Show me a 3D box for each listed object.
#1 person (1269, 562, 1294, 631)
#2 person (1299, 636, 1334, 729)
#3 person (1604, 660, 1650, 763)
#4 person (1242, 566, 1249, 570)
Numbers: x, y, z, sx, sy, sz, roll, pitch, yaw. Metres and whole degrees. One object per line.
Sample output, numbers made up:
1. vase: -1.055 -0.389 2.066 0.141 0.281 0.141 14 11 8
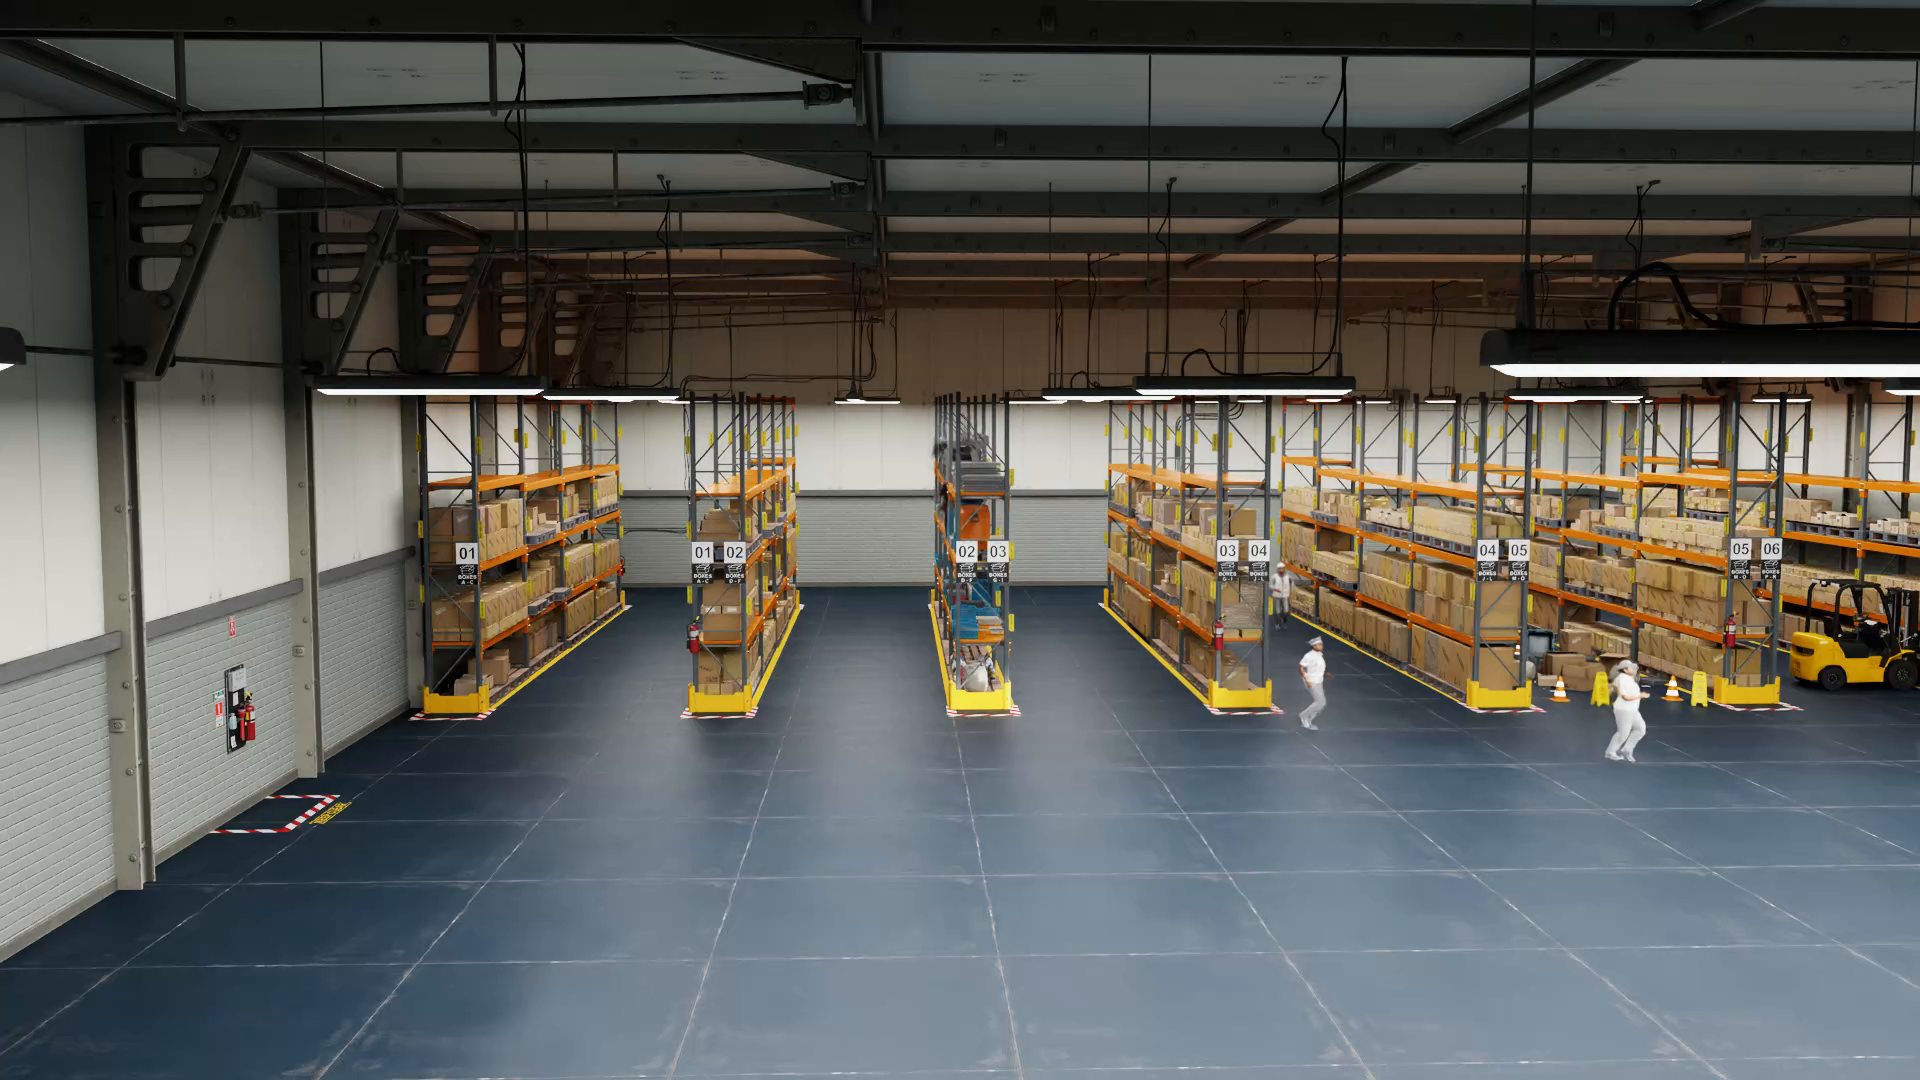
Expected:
1. person: 8.223 1.454 42.447 0.680 1.770 0.665 0 5 1
2. person: 6.334 2.535 29.482 0.540 1.660 0.587 3 6 34
3. person: 10.734 2.767 26.718 0.661 1.693 0.586 3 5 30
4. person: 7.883 1.147 47.048 0.690 1.611 0.563 2 5 22
